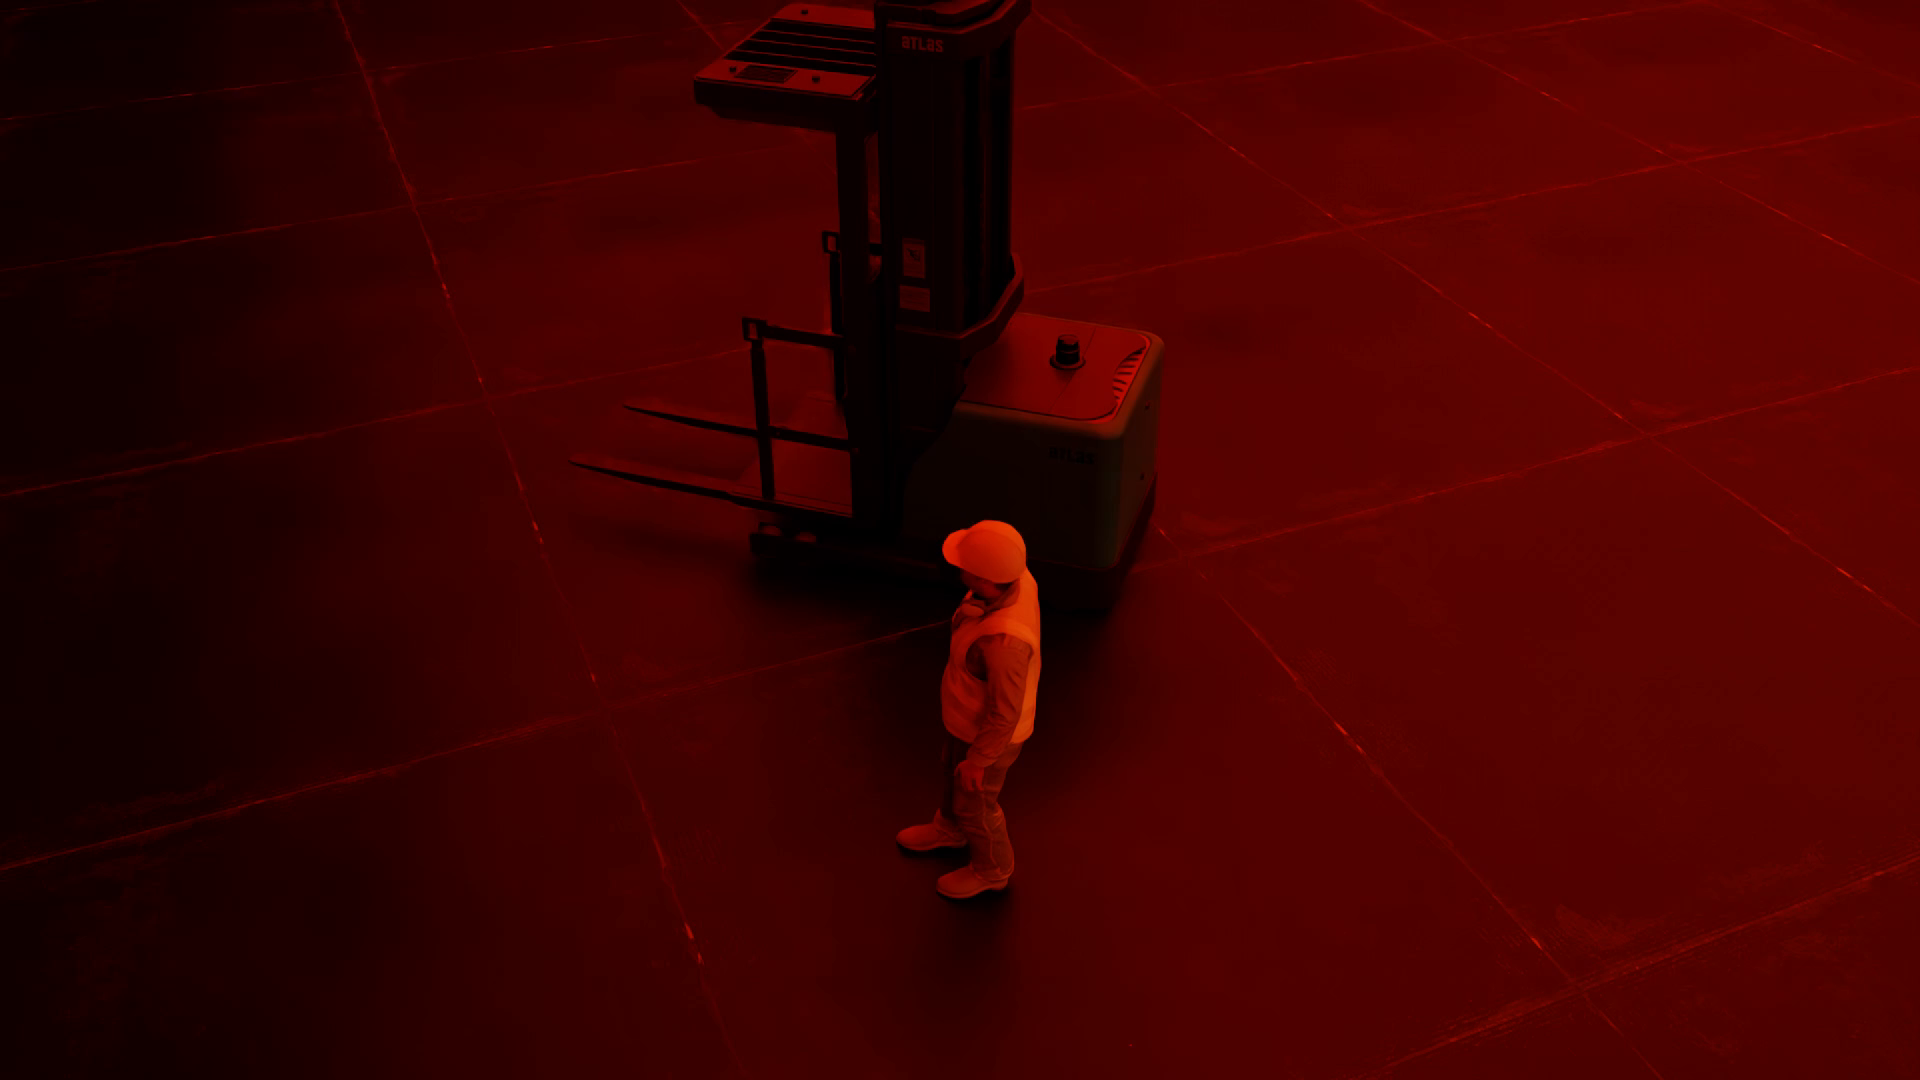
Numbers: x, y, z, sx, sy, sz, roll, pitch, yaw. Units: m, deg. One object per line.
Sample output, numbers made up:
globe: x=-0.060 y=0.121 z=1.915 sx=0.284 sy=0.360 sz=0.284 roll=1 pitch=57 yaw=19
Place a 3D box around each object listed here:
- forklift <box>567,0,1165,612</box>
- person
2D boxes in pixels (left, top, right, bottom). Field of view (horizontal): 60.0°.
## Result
forklift: x=-0.548 y=-1.345 z=7.990 sx=3.031 sy=2.935 sz=1.130 roll=11 pitch=37 yaw=15
person: x=0.020 y=0.637 z=6.200 sx=0.549 sy=1.775 sz=0.679 roll=-1 pitch=35 yaw=-2
